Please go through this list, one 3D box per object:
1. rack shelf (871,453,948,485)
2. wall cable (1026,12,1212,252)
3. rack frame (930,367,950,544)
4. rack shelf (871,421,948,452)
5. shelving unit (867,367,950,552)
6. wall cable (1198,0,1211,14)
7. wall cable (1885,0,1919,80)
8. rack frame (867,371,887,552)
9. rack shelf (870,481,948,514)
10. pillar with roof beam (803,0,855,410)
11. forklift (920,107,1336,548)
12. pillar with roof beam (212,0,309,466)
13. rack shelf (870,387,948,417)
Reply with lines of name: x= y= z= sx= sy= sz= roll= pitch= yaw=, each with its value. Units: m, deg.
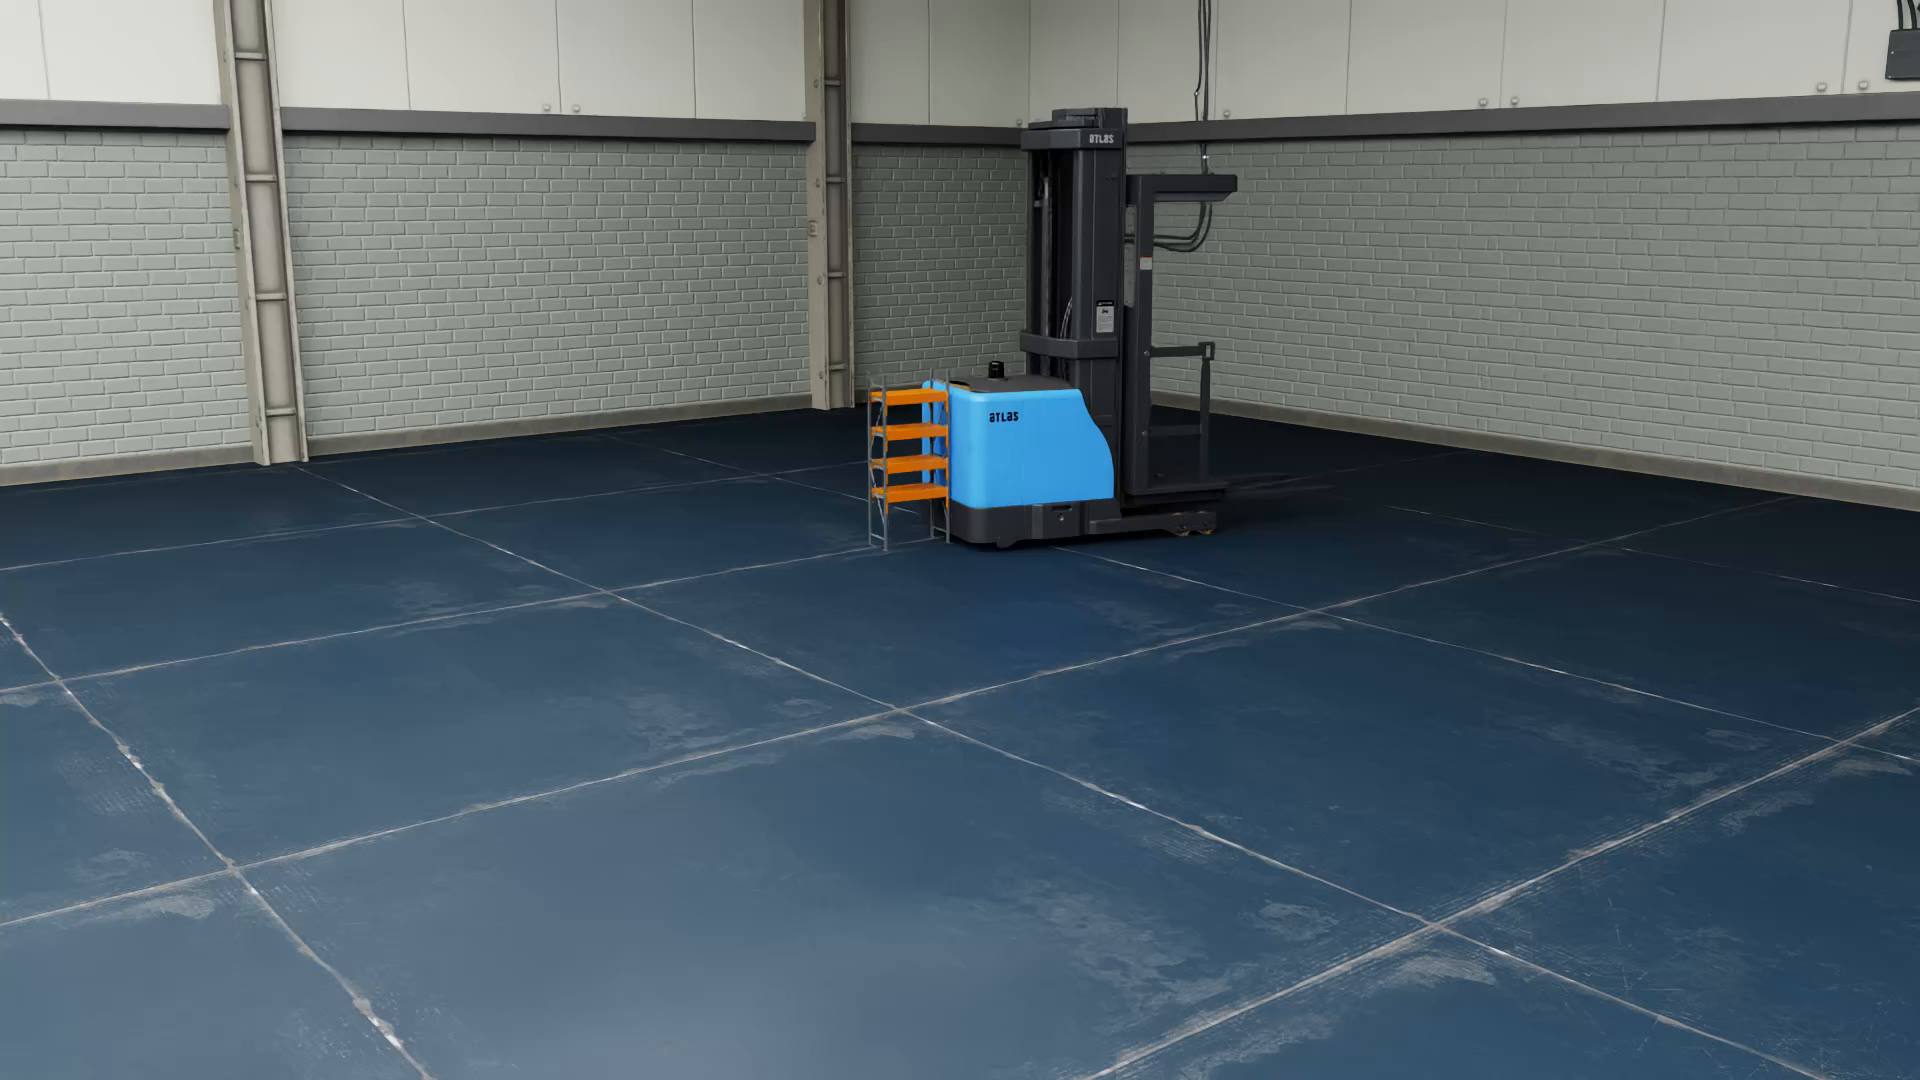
rack shelf: x=-0.350 y=-0.489 z=11.366 sx=0.480 sy=0.148 sz=0.258 roll=-7 pitch=14 yaw=-30
wall cable: x=1.702 y=-4.539 z=18.814 sx=0.112 sy=2.526 sz=3.097 roll=-9 pitch=15 yaw=-38
rack frame: x=-0.141 y=-0.581 z=11.474 sx=0.015 sy=1.200 sz=0.240 roll=-7 pitch=14 yaw=-30
rack shelf: x=-0.350 y=-0.708 z=11.319 sx=0.480 sy=0.148 sz=0.258 roll=-7 pitch=14 yaw=-30
shelving unit: x=-0.350 y=-0.555 z=11.352 sx=0.503 sy=1.200 sz=0.258 roll=-7 pitch=14 yaw=-30
wall cable: x=3.392 y=-6.570 z=16.223 sx=0.112 sy=2.526 sz=3.097 roll=-9 pitch=15 yaw=-38
wall cable: x=7.621 y=-6.179 z=10.877 sx=0.169 sy=6.003 sz=2.305 roll=-9 pitch=15 yaw=-38
rack frame: x=-0.560 y=-0.529 z=11.229 sx=0.015 sy=1.200 sz=0.240 roll=-7 pitch=14 yaw=-30
rack shelf: x=-0.350 y=-0.294 z=11.407 sx=0.480 sy=0.148 sz=0.258 roll=-7 pitch=14 yaw=-30
pillar with roof beam: x=1.265 y=-5.191 z=14.413 sx=0.400 sy=9.000 sz=9.100 roll=-9 pitch=15 yaw=-38
forklift: x=1.282 y=-1.554 z=11.889 sx=3.031 sy=2.935 sz=1.130 roll=-5 pitch=13 yaw=-22
pillar with roof beam: x=-3.420 y=-4.413 z=10.746 sx=0.400 sy=9.000 sz=9.100 roll=-9 pitch=15 yaw=-38
rack shelf: x=-0.350 y=-0.939 z=11.270 sx=0.480 sy=0.148 sz=0.258 roll=-7 pitch=14 yaw=-30
